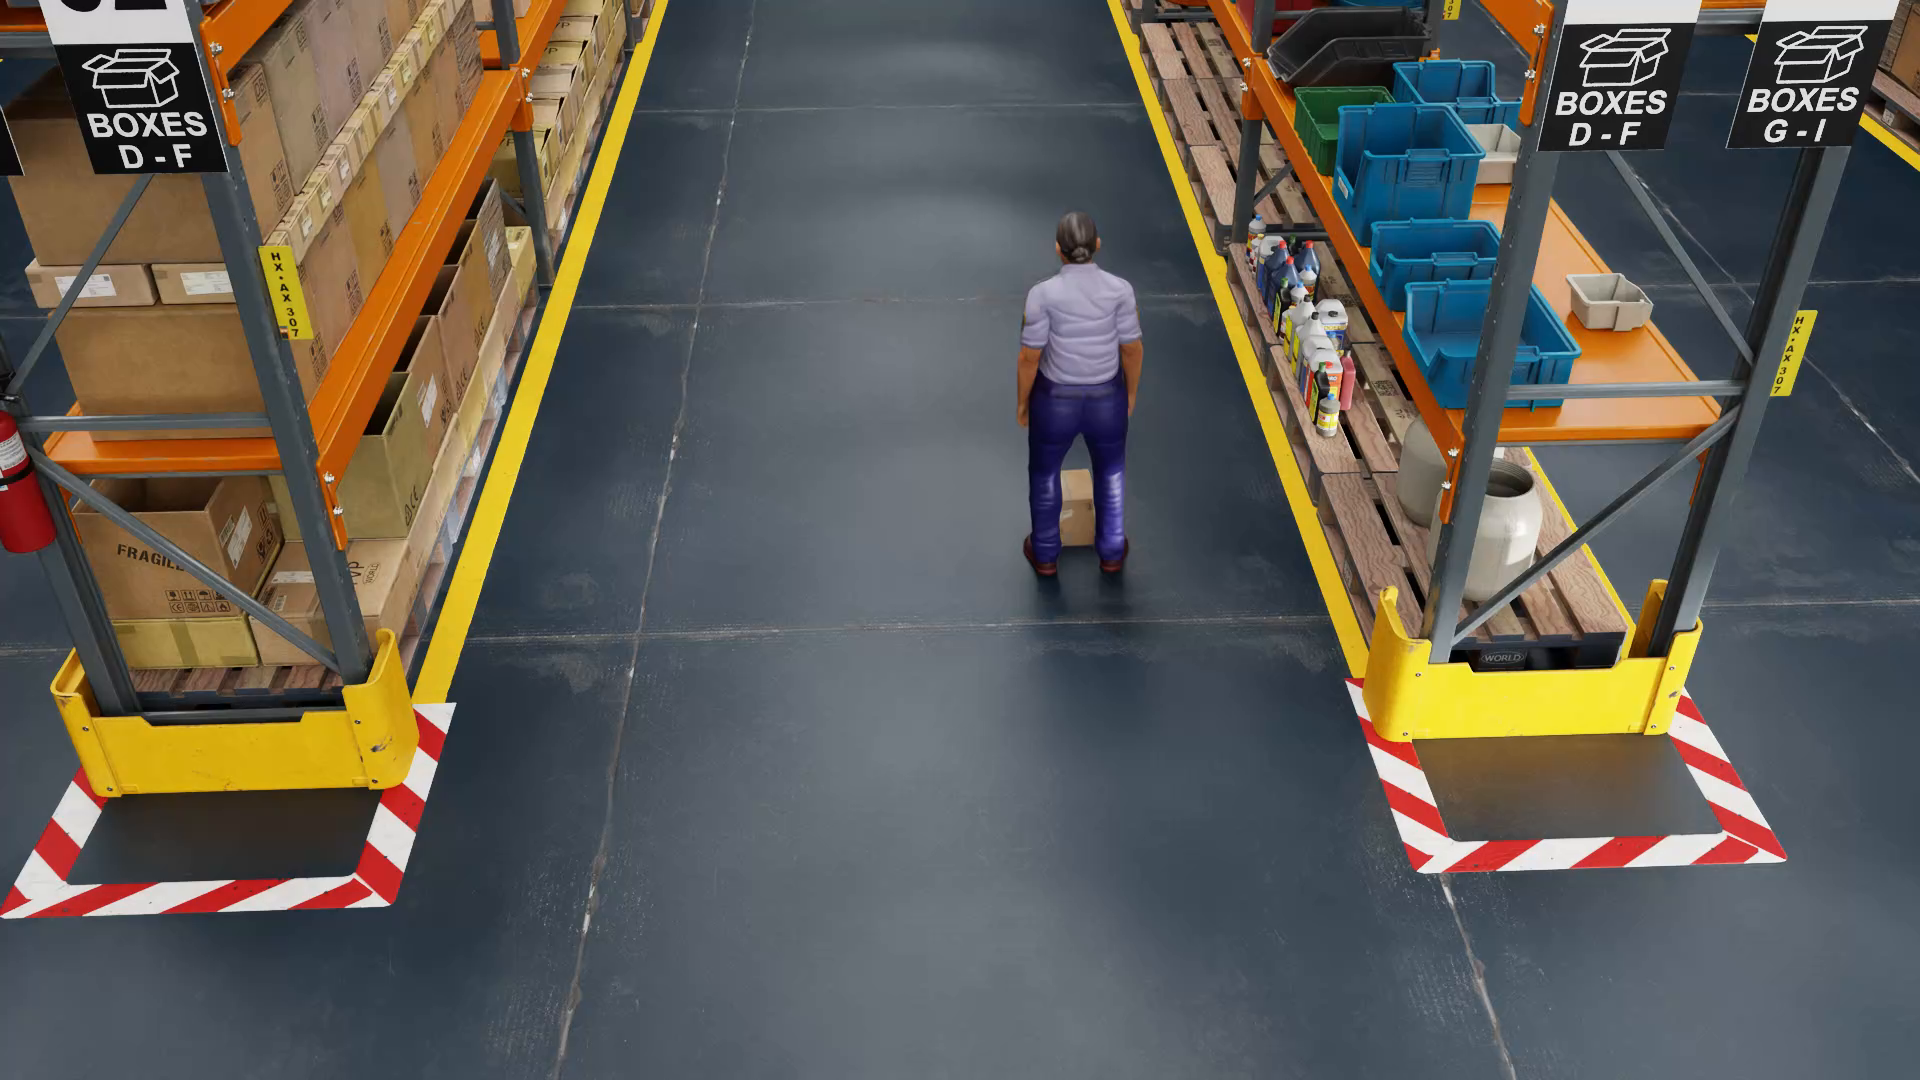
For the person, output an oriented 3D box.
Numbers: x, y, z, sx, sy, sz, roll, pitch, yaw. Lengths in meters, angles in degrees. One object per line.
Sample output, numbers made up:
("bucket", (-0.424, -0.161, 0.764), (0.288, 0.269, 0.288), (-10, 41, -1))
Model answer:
("person", (0.500, -0.579, 6.966), (0.539, 1.652, 0.370), (-1, 35, -2))
